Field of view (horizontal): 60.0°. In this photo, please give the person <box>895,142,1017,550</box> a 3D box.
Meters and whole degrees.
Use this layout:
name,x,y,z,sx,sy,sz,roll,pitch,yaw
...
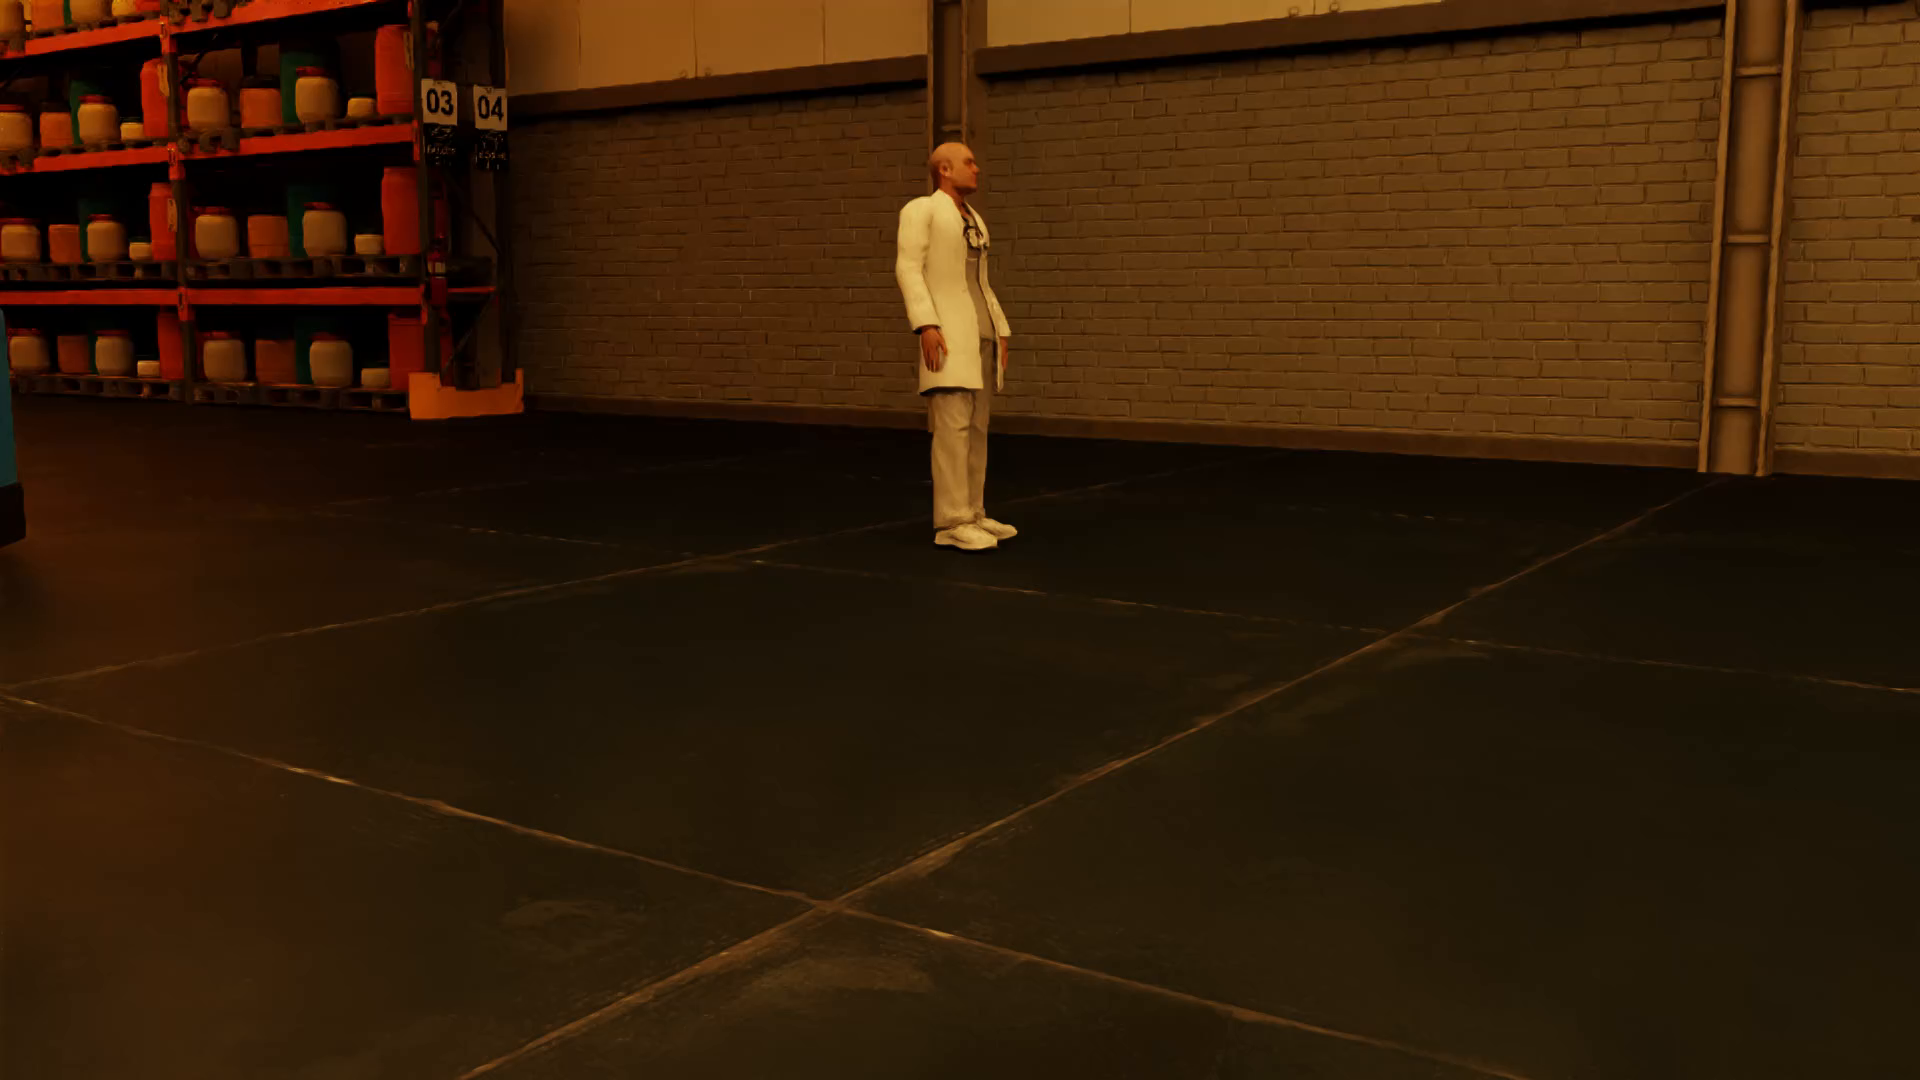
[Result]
name,x,y,z,sx,sy,sz,roll,pitch,yaw
person,0.073,-0.880,7.423,0.579,1.776,0.694,5,10,34

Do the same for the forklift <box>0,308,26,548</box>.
name,x,y,z,sx,sy,sz,roll,pitch,yaw
forklift,-5.417,-1.287,6.241,3.031,2.935,1.130,-2,8,-12
